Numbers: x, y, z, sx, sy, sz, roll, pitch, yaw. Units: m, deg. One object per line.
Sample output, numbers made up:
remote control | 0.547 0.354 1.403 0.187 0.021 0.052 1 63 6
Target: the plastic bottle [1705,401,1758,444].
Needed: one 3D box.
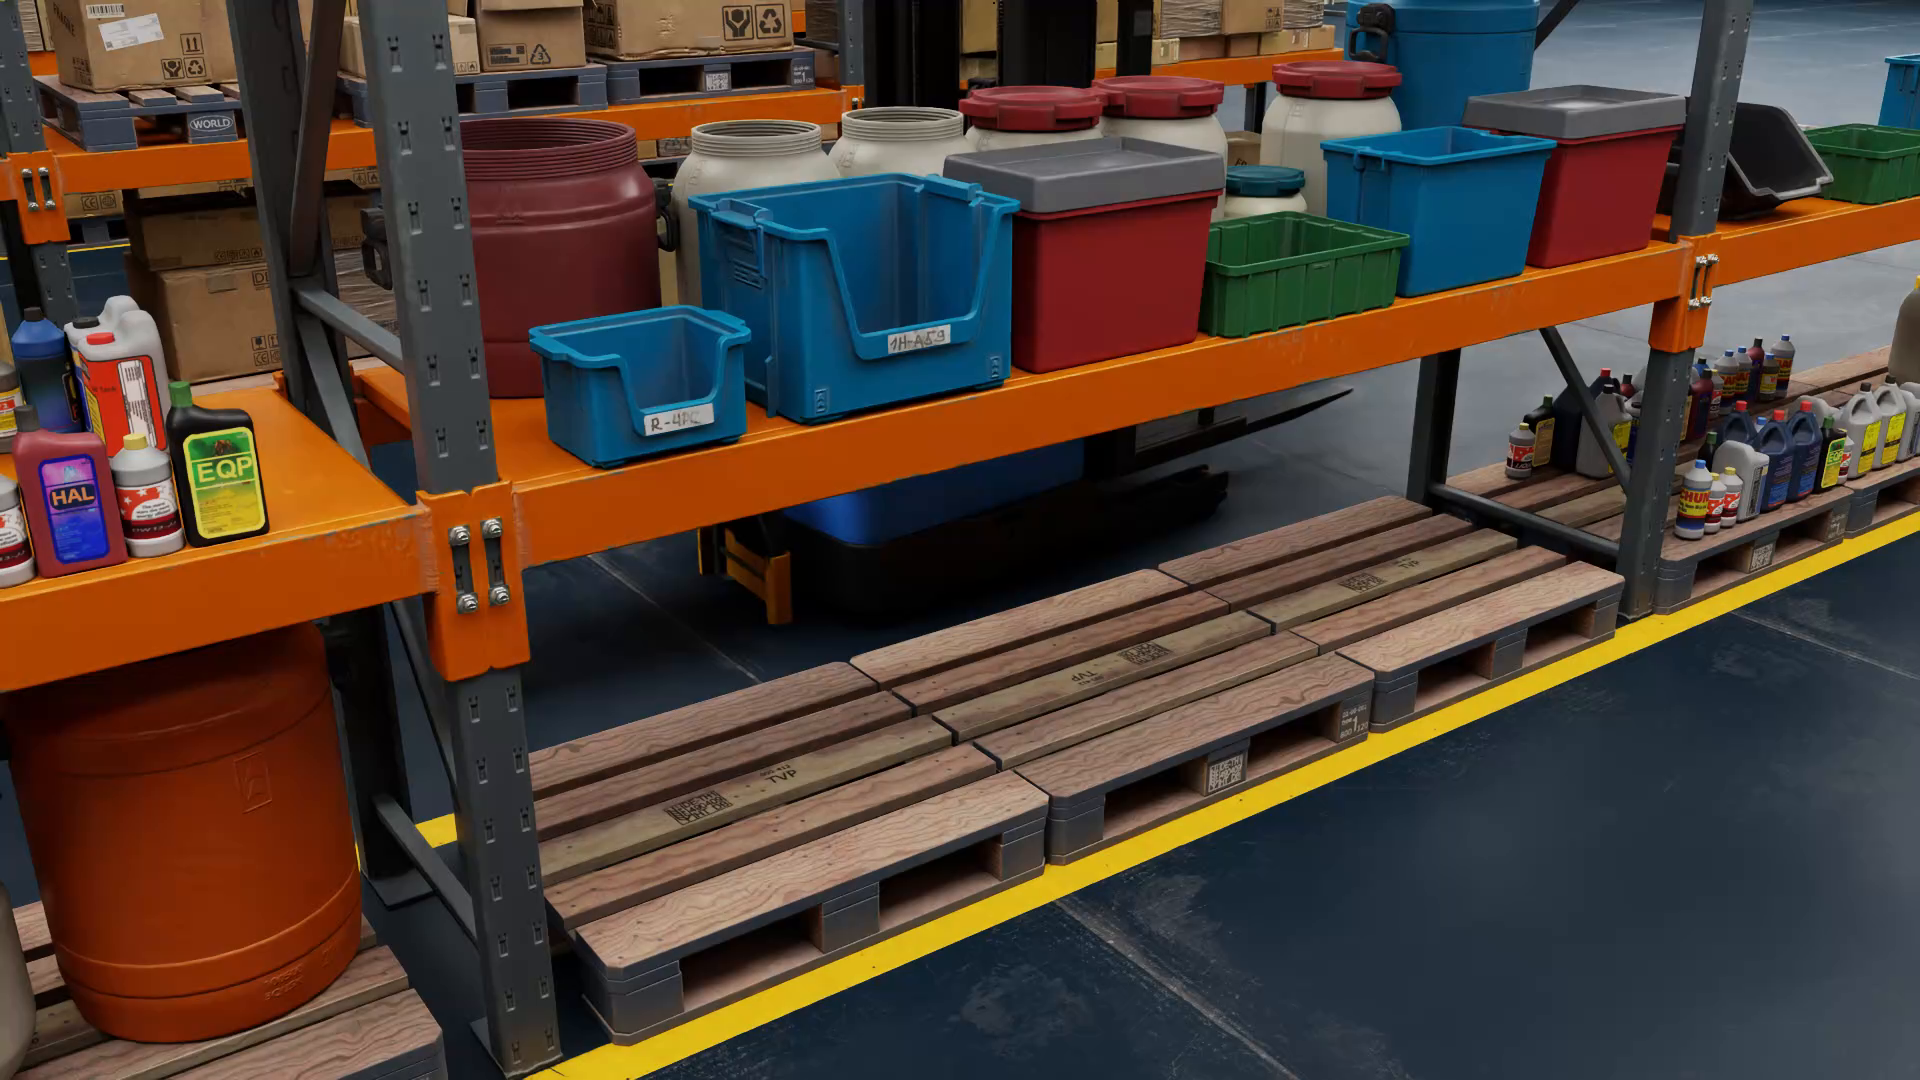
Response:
plastic bottle | 2.863 -0.341 6.183 0.185 0.351 0.144 -15 26 -33

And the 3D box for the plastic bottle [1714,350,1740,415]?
plastic bottle | 3.284 -0.682 7.145 0.097 0.271 0.097 0 22 0

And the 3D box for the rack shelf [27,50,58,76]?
rack shelf | -5.281 -3.510 12.117 4.000 0.370 1.077 -15 26 -33

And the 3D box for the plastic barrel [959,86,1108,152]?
plastic barrel | 0.198 -0.943 4.529 0.433 0.535 0.433 0 22 0

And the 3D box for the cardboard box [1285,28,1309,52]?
cardboard box | 2.090 -3.335 11.045 0.250 0.149 0.380 -15 26 -33

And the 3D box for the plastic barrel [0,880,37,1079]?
plastic barrel | -1.990 0.813 3.102 0.421 0.512 0.421 0 22 0

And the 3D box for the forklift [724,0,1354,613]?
forklift | 0.443 -1.555 6.338 3.031 2.935 1.130 -19 28 -39

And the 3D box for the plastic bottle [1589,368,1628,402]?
plastic bottle | 2.560 -0.515 6.620 0.185 0.351 0.144 -16 27 -35

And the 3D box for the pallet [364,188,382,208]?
pallet | -4.240 -2.793 13.110 1.213 0.211 1.003 -15 26 -33

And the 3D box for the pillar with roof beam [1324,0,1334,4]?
pillar with roof beam | 9.749 -13.611 28.364 0.400 9.000 9.100 -15 26 -33

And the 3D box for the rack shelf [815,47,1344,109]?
rack shelf | 0.781 -2.862 10.492 4.000 0.370 1.077 -15 26 -33

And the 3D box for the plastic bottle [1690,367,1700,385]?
plastic bottle | 2.957 -0.584 6.894 0.135 0.276 0.152 -14 26 -32

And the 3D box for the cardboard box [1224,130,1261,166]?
cardboard box | 1.888 -2.533 11.503 0.500 0.500 0.500 -10 24 -23

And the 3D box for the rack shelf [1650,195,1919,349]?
rack shelf | 3.673 -1.372 6.758 4.000 0.370 1.077 -15 26 -33

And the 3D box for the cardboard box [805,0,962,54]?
cardboard box | -0.441 -3.027 9.398 0.500 0.500 0.875 -15 26 -33

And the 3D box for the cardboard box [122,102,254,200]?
cardboard box | -5.650 -2.857 11.977 0.750 0.750 1.050 -14 26 -32

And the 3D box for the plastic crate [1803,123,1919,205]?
plastic crate | 3.317 -1.384 6.103 0.662 0.188 0.450 -15 26 -33

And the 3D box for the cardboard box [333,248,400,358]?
cardboard box | -3.115 -1.216 8.175 0.500 0.500 0.700 -18 28 -37

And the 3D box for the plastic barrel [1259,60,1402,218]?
plastic barrel | 1.145 -1.195 5.161 0.433 0.535 0.433 0 22 0

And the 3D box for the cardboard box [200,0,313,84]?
cardboard box | -3.280 -2.419 7.709 0.500 0.500 0.700 -11 24 -25

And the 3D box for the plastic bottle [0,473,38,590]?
plastic bottle | -1.568 -0.030 2.692 0.097 0.201 0.097 0 22 0

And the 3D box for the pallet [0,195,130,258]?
pallet | -6.220 -2.265 11.786 1.213 0.211 1.003 -15 26 -33

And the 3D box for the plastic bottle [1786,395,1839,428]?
plastic bottle | 3.339 -0.434 6.519 0.135 0.276 0.152 -15 26 -33

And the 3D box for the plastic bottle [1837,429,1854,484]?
plastic bottle | 3.344 -0.323 6.340 0.097 0.201 0.097 0 22 0

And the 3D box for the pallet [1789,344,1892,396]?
pallet | 4.600 -0.639 7.713 1.213 0.211 1.003 -15 26 -33

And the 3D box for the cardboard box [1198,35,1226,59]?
cardboard box | 1.478 -3.174 10.642 0.250 0.149 0.380 -15 26 -33

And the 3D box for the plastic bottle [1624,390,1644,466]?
plastic bottle | 2.667 -0.441 6.536 0.135 0.276 0.152 -15 26 -33

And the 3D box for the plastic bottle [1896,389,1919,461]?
plastic bottle | 3.729 -0.473 6.615 0.135 0.276 0.152 -16 27 -34

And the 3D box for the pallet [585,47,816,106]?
pallet | -1.548 -2.553 9.005 1.213 0.211 1.003 -15 26 -33

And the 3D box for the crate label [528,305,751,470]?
crate label | -0.636 -0.308 3.347 0.416 0.233 0.303 -15 26 -33

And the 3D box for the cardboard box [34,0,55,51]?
cardboard box | -5.971 -3.585 11.198 0.500 0.500 0.500 -15 26 -33

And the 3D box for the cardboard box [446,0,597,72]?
cardboard box | -2.196 -2.603 8.167 0.637 0.503 0.797 -12 25 -27

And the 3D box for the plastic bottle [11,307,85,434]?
plastic bottle | -1.847 -0.334 3.361 0.097 0.271 0.097 0 22 0

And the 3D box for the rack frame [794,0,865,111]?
rack frame | -0.843 -2.763 9.274 0.127 3.000 1.000 -15 26 -33

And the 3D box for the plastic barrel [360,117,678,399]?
plastic barrel | -0.997 -0.662 3.825 0.708 0.536 0.600 -15 26 -33

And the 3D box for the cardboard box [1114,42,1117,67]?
cardboard box | 0.894 -2.999 10.204 0.250 0.149 0.380 -15 26 -33

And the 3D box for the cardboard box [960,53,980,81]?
cardboard box | -0.095 -2.715 9.493 0.250 0.149 0.380 -15 26 -33

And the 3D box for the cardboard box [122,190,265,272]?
cardboard box | -3.563 -1.443 7.733 0.500 0.250 0.500 -14 26 -31

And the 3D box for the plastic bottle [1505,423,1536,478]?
plastic bottle | 2.162 -0.350 6.409 0.097 0.201 0.097 0 22 0

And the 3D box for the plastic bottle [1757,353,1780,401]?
plastic bottle | 3.559 -0.723 7.342 0.097 0.201 0.097 0 22 0

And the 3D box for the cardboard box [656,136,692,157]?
cardboard box | -2.376 -3.797 14.165 0.875 0.875 0.875 -15 26 -32

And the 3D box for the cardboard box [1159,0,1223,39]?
cardboard box | 1.175 -3.463 10.492 0.500 0.500 0.875 -15 26 -33

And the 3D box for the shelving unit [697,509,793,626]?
shelving unit | -1.175 -0.394 5.361 1.083 1.500 0.587 -14 26 -32

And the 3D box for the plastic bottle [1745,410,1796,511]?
plastic bottle | 2.948 -0.297 6.074 0.185 0.351 0.144 -14 26 -31

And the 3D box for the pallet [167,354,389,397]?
pallet | -3.454 -0.771 8.044 1.213 0.211 1.003 -15 26 -33

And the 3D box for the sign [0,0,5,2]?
sign | -3.763 -2.269 6.473 0.005 0.325 0.100 -15 26 -33

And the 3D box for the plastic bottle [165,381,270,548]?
plastic bottle | -1.276 -0.137 2.851 0.133 0.283 0.061 -15 26 -33

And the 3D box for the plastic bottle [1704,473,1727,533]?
plastic bottle | 2.647 -0.137 5.875 0.097 0.201 0.097 0 22 0

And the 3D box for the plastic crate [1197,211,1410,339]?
plastic crate | 0.801 -0.713 4.422 0.662 0.188 0.450 -15 26 -33

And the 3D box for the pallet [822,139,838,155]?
pallet | -1.014 -3.651 15.262 1.213 0.211 1.003 -15 26 -33
